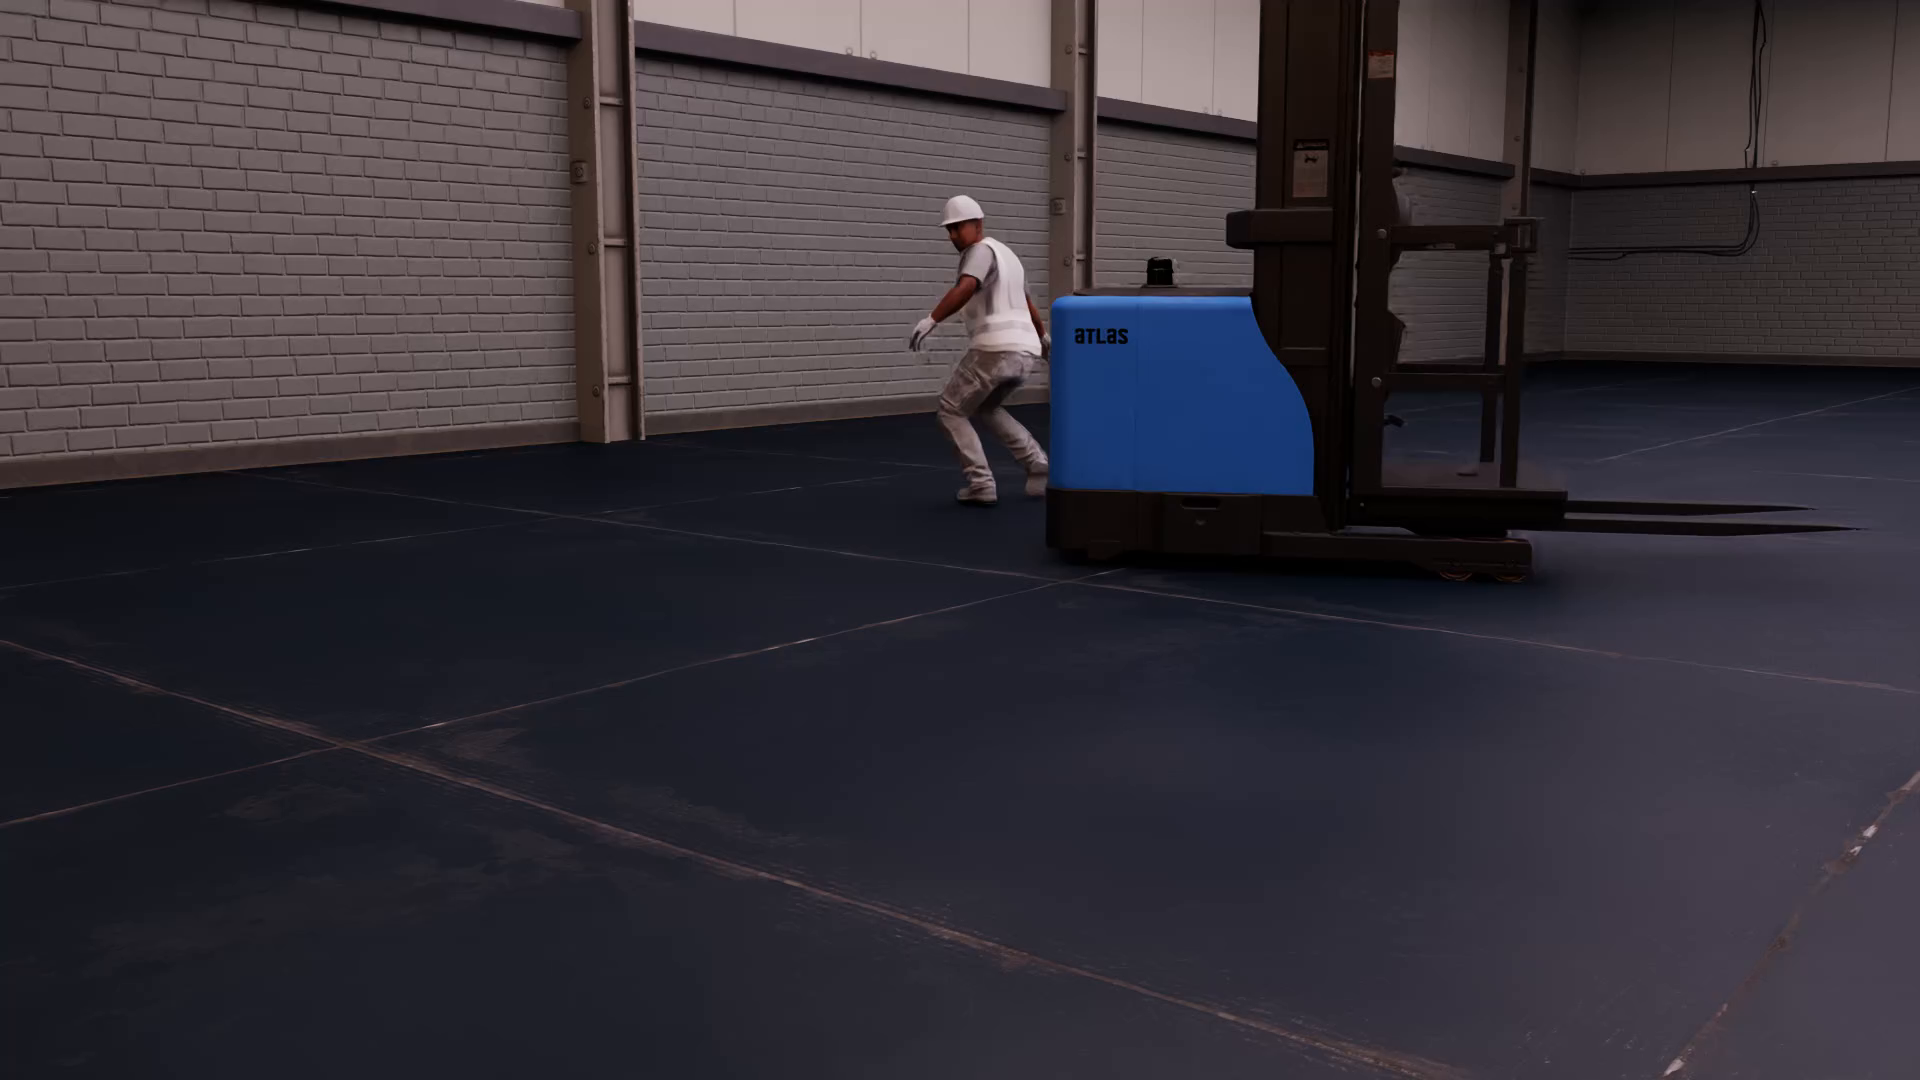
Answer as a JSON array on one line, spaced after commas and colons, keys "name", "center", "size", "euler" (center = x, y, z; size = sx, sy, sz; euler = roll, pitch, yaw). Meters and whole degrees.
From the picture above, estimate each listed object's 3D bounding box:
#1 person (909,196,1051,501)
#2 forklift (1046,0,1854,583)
[{"name": "person", "center": [0.191, -0.977, 8.805], "size": [0.518, 1.659, 1.044], "euler": [5, 10, 30]}, {"name": "forklift", "center": [1.922, -1.371, 6.654], "size": [3.031, 2.935, 1.130], "euler": [2, 9, 13]}]
